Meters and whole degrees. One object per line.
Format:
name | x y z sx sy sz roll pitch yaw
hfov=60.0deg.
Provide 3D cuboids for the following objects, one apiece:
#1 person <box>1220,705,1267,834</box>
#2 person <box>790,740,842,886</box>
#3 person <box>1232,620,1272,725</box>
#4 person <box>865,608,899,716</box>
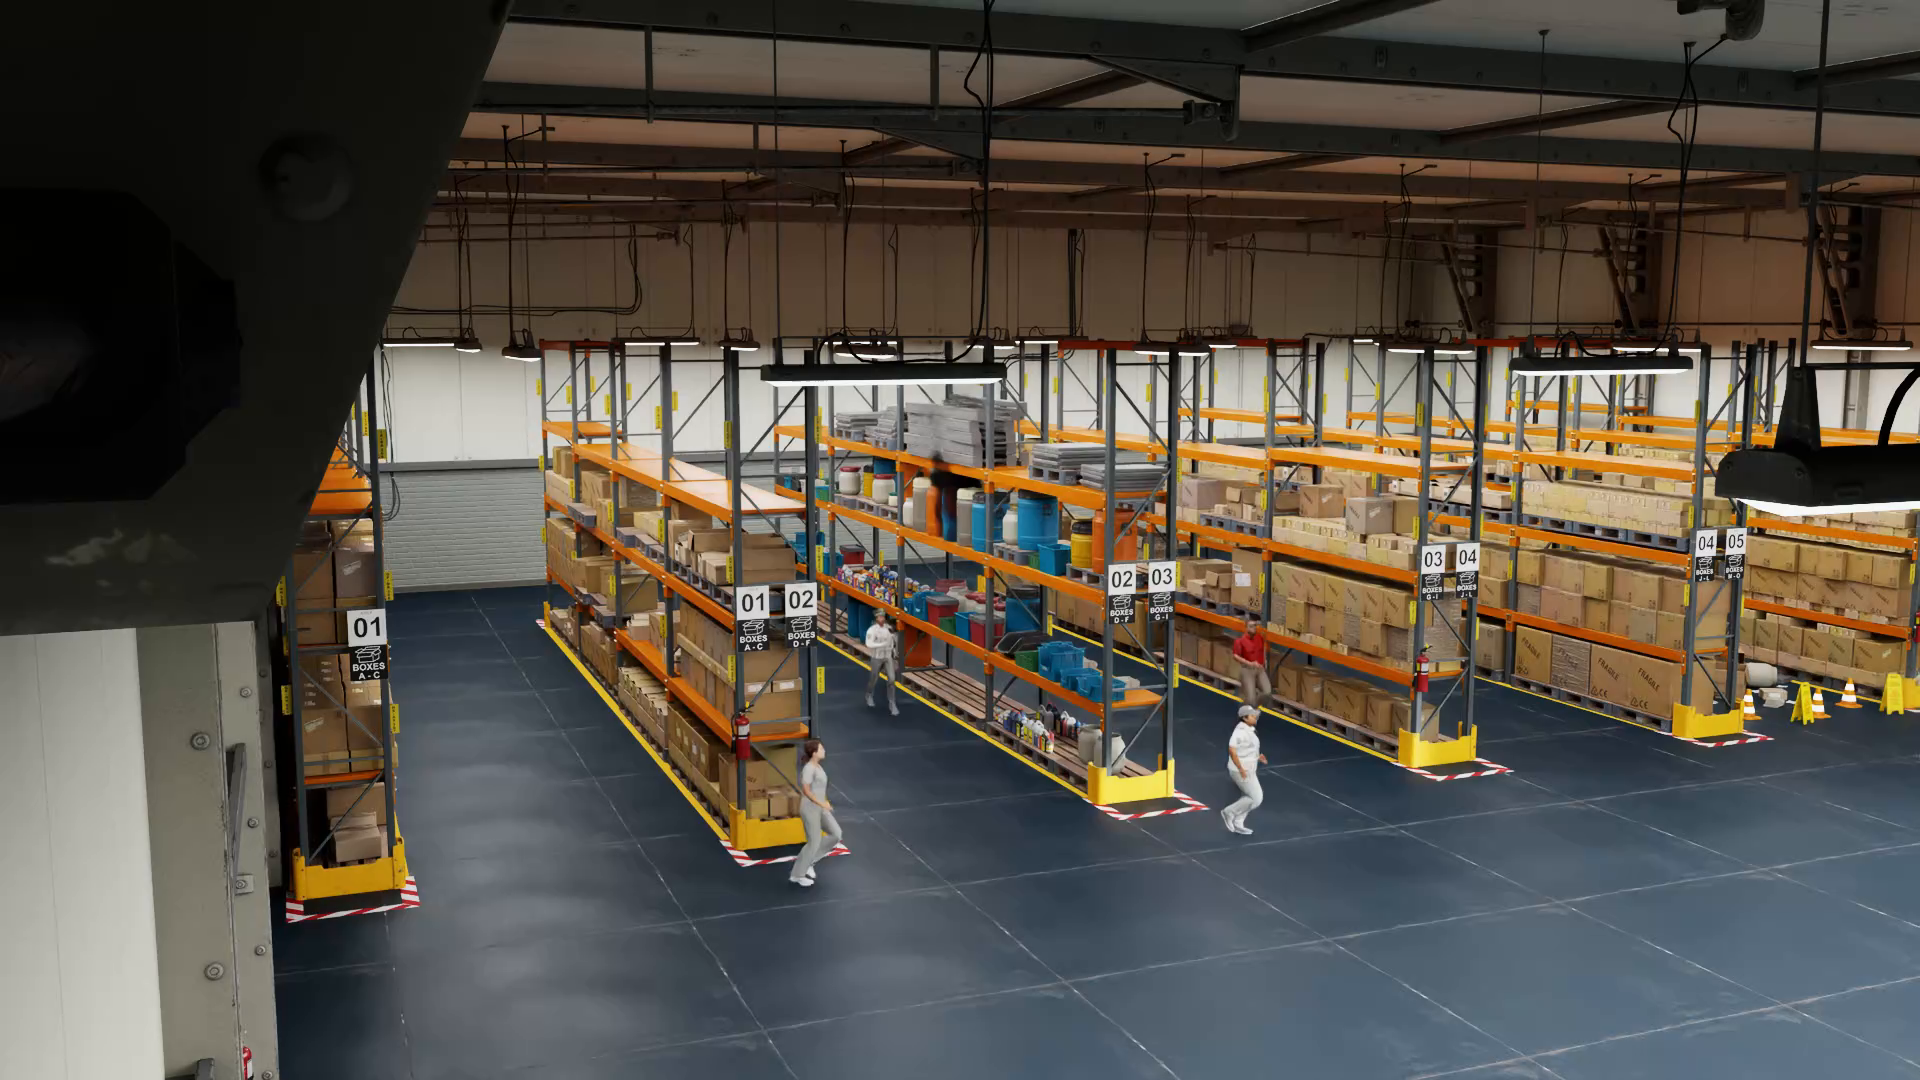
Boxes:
person | 3.535 2.852 20.675 0.547 1.635 0.618 2 8 13
person | -1.627 3.064 18.960 0.550 1.554 0.620 1 8 11
person | 4.623 2.091 26.248 0.683 1.685 0.570 -3 8 -21
person | -1.284 1.958 27.162 0.604 1.739 0.839 -4 8 -26
